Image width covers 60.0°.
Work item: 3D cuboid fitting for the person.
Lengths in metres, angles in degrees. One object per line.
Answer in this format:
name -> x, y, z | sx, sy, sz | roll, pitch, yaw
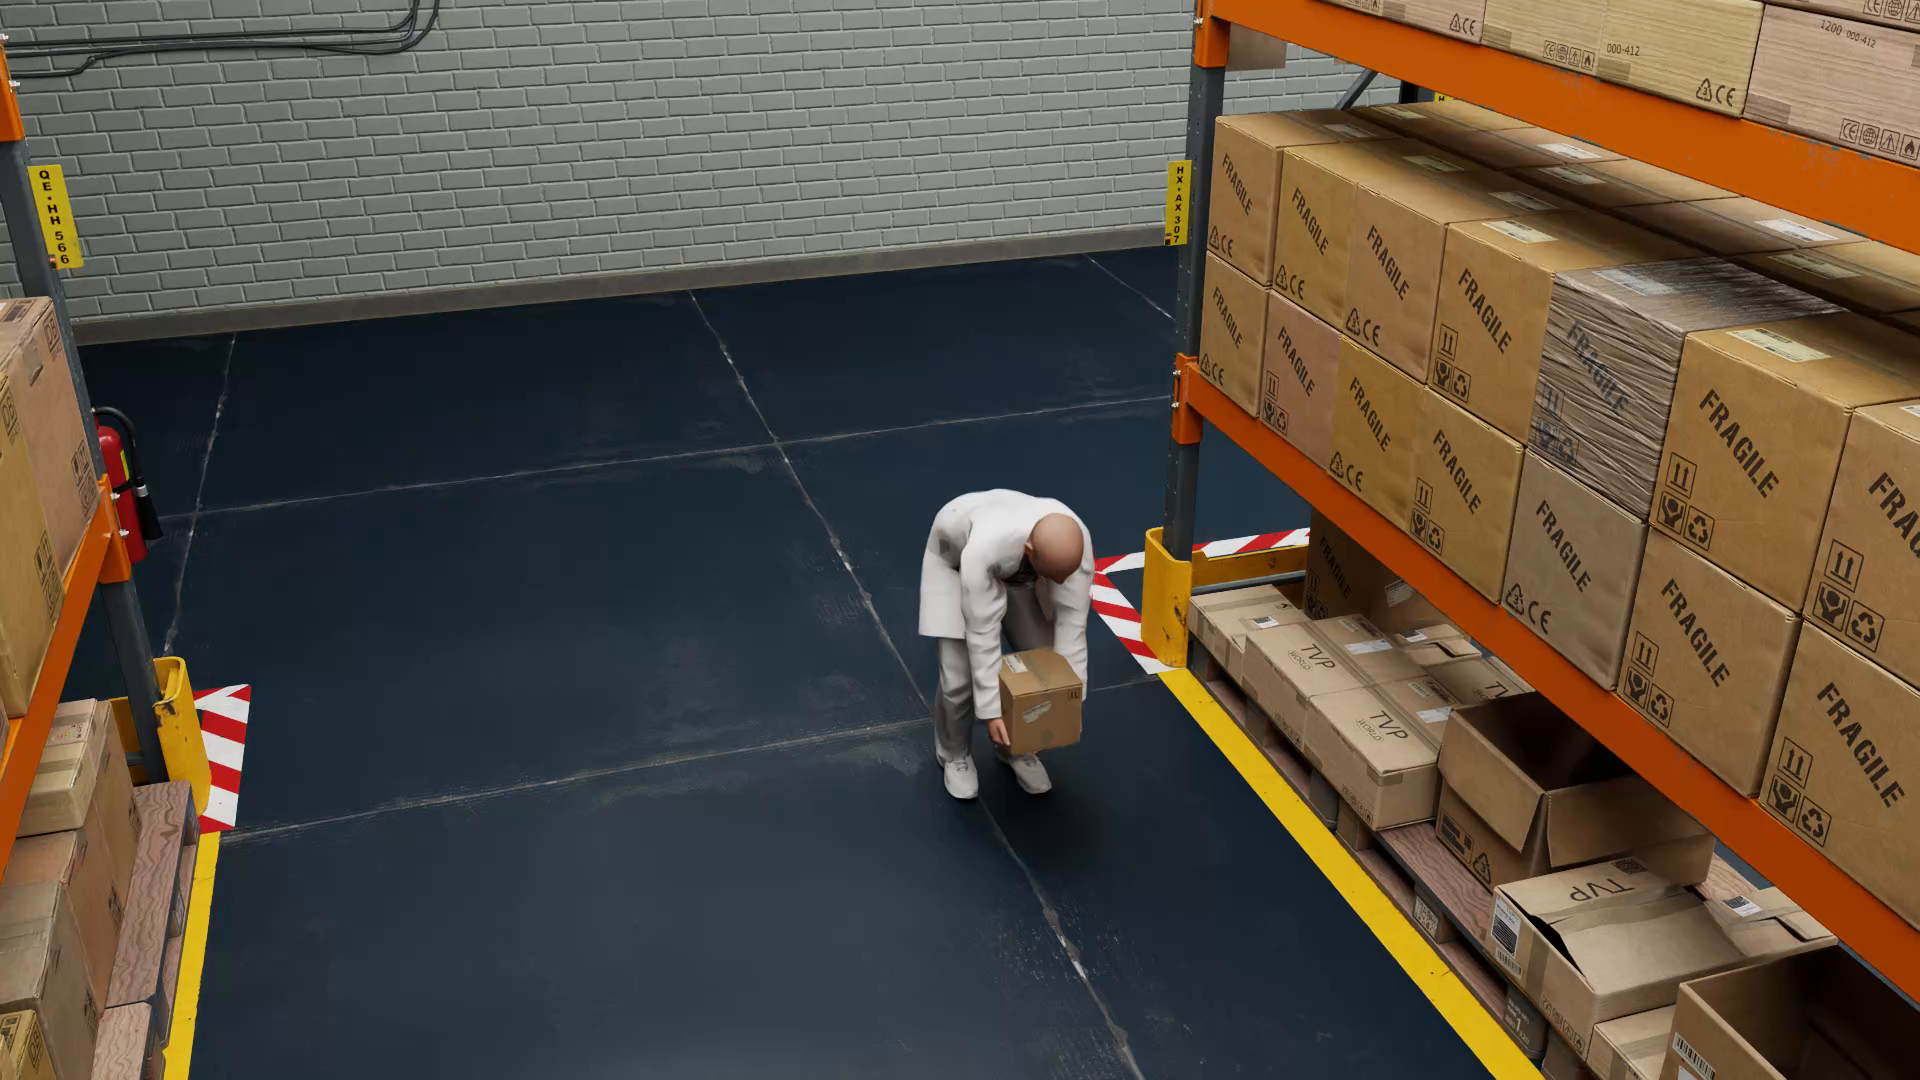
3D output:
person -> 0.175, 0.371, 5.899 | 0.561, 1.311, 0.900 | -9, 27, -18
